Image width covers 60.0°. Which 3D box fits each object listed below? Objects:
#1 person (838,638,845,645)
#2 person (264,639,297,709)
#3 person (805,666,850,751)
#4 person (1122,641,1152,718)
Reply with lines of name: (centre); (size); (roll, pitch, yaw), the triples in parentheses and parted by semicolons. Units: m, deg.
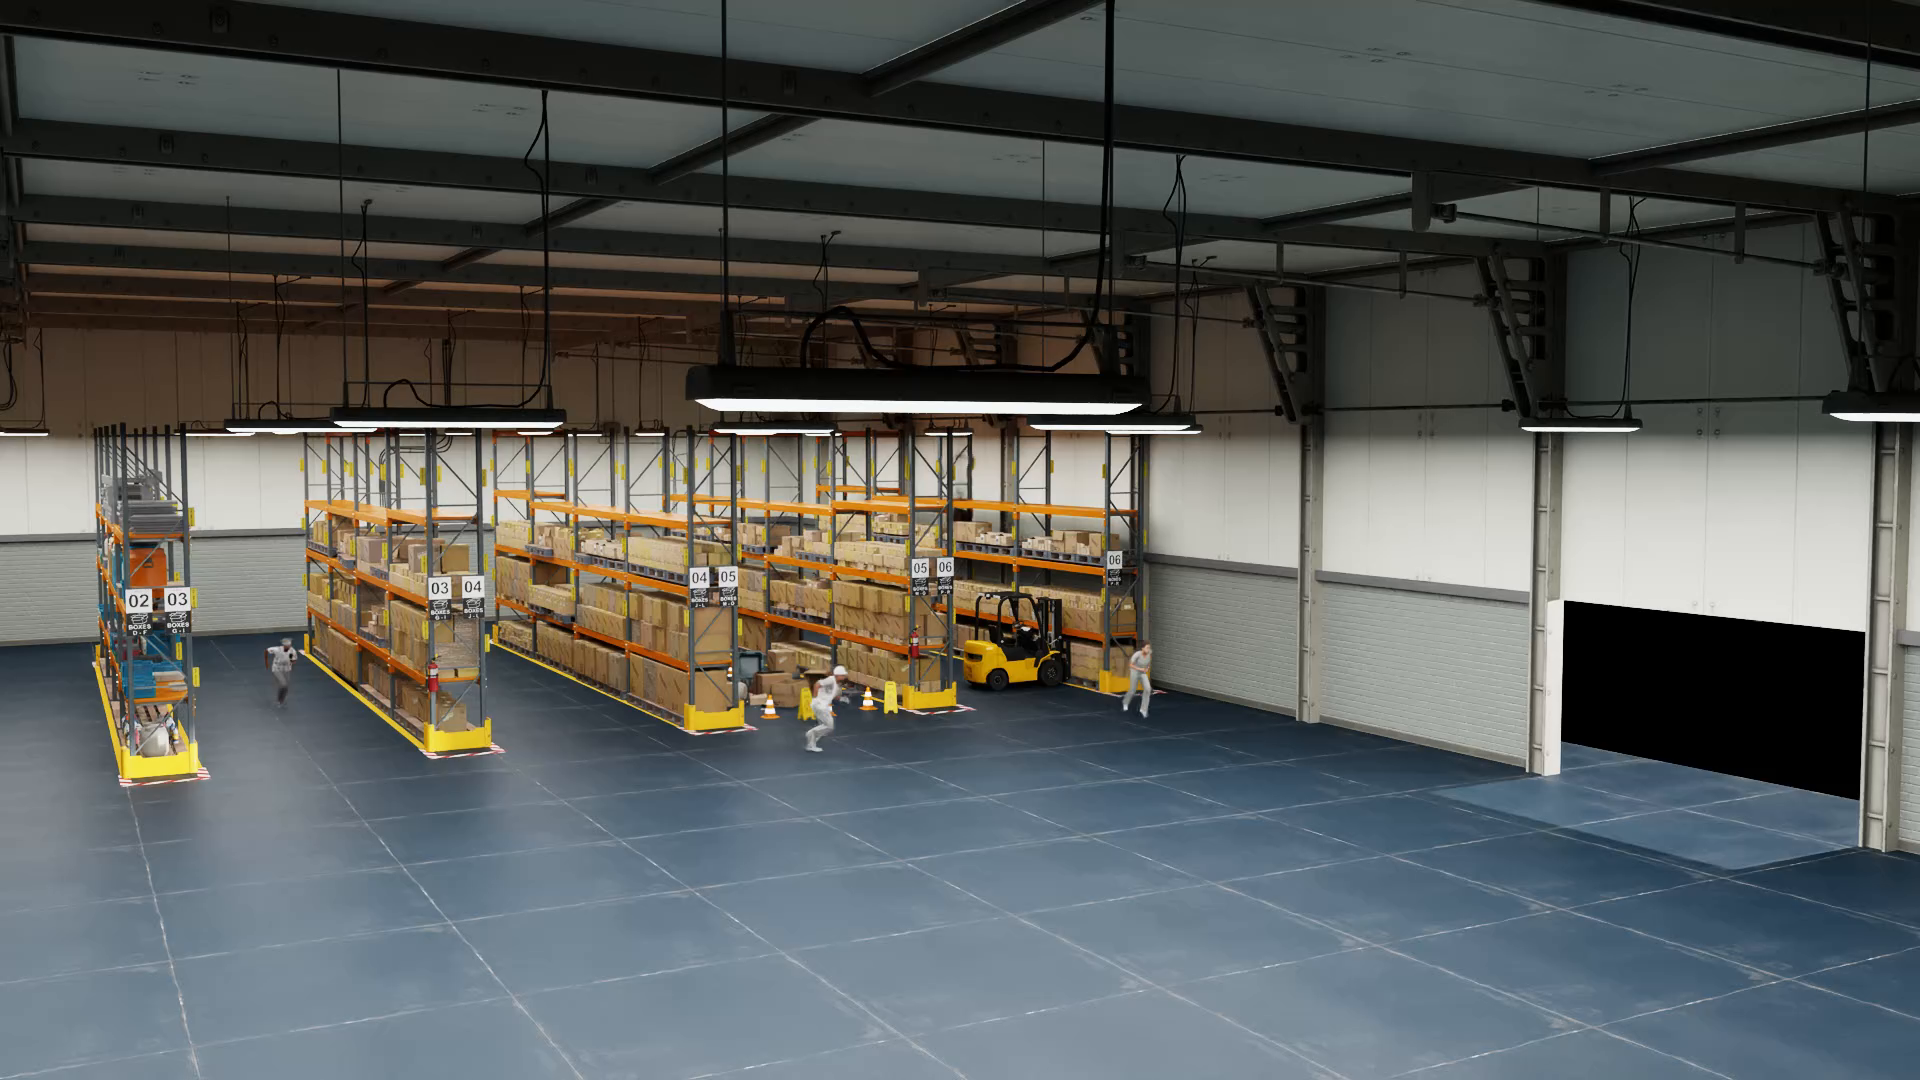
person: (-2.927, 2.213, 43.439); (0.661, 1.809, 0.878); (-2, 4, -27)
person: (-14.431, 2.829, 35.328); (0.609, 1.524, 0.927); (-3, 5, -41)
person: (-2.435, 3.090, 30.368); (0.824, 1.591, 0.716); (1, 4, 11)
person: (3.675, 2.875, 34.540); (0.606, 1.605, 0.952); (-2, 4, -28)
